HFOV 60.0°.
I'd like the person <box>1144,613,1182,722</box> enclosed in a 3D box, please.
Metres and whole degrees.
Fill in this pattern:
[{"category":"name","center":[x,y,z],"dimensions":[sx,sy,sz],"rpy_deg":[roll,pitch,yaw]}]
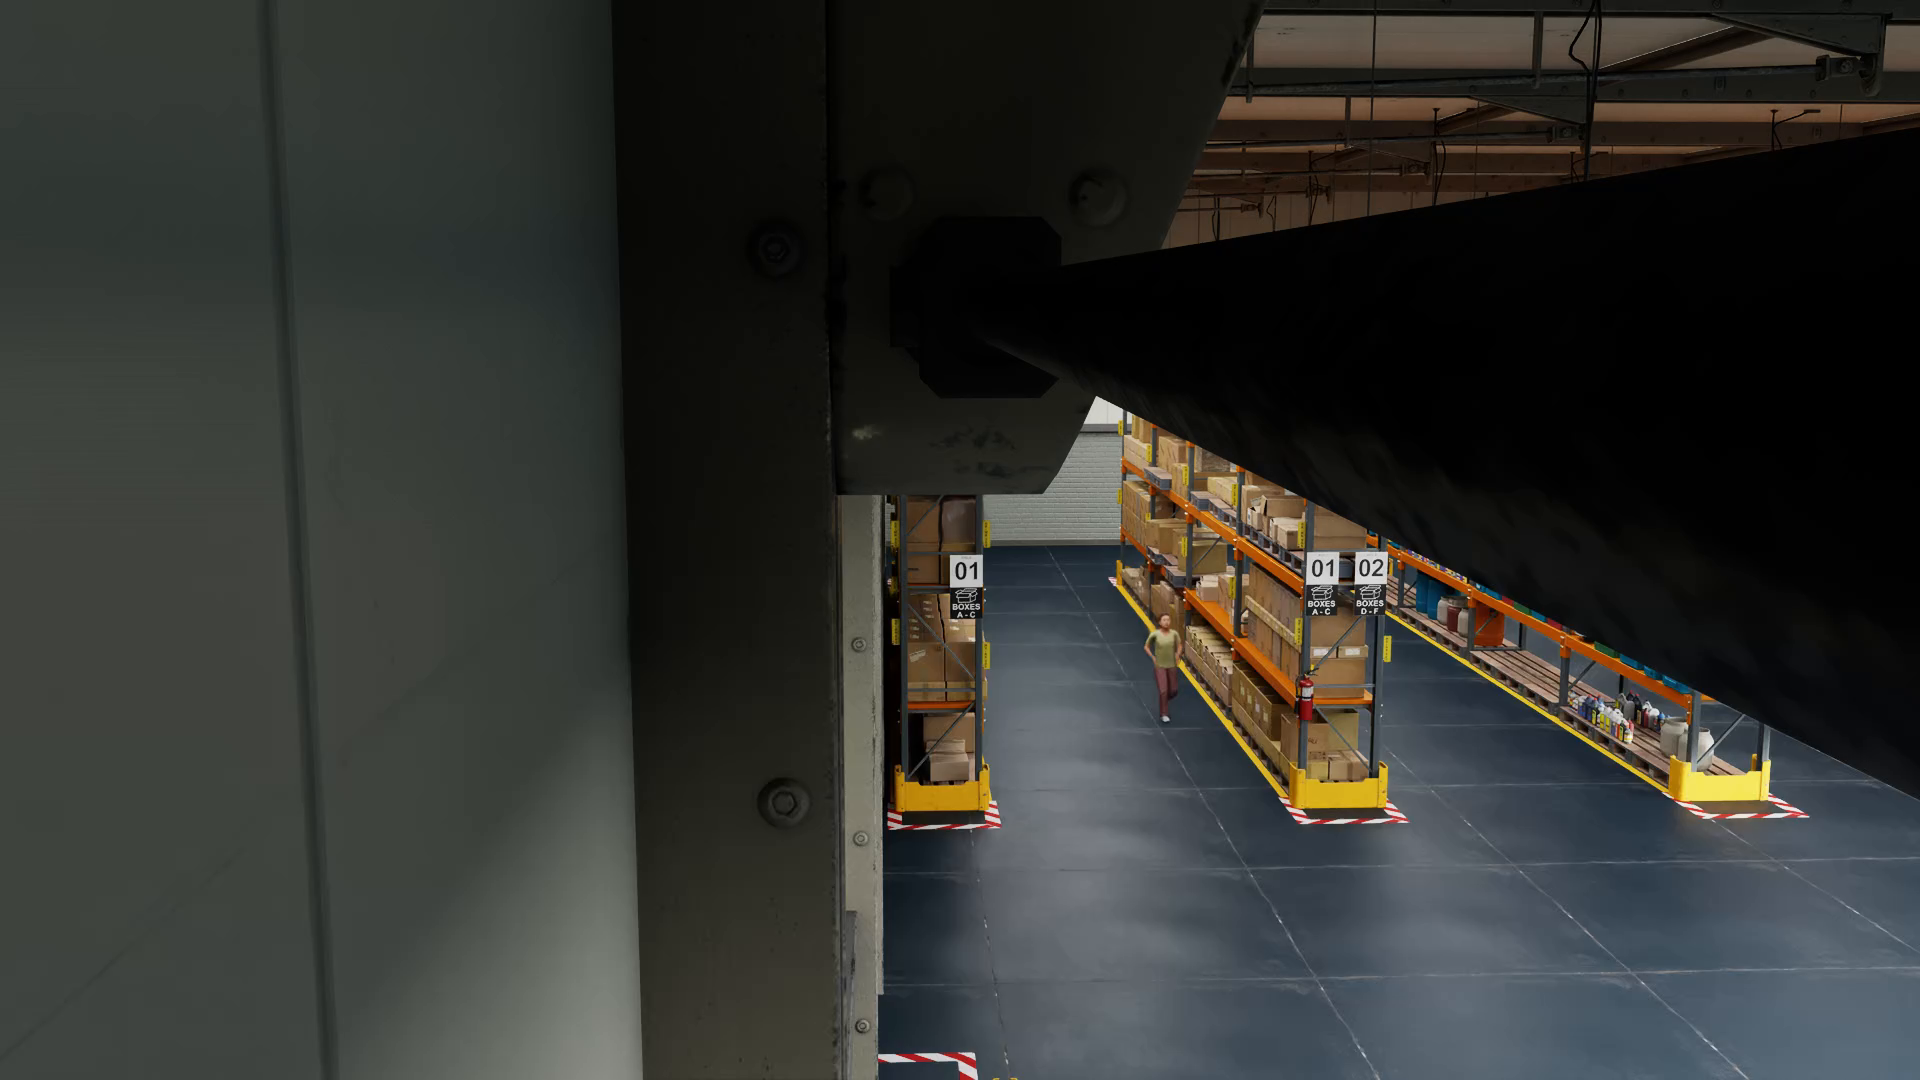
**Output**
[{"category":"person","center":[3.039,1.877,24.836],"dimensions":[0.580,1.619,0.609],"rpy_deg":[-1,8,-7]}]
